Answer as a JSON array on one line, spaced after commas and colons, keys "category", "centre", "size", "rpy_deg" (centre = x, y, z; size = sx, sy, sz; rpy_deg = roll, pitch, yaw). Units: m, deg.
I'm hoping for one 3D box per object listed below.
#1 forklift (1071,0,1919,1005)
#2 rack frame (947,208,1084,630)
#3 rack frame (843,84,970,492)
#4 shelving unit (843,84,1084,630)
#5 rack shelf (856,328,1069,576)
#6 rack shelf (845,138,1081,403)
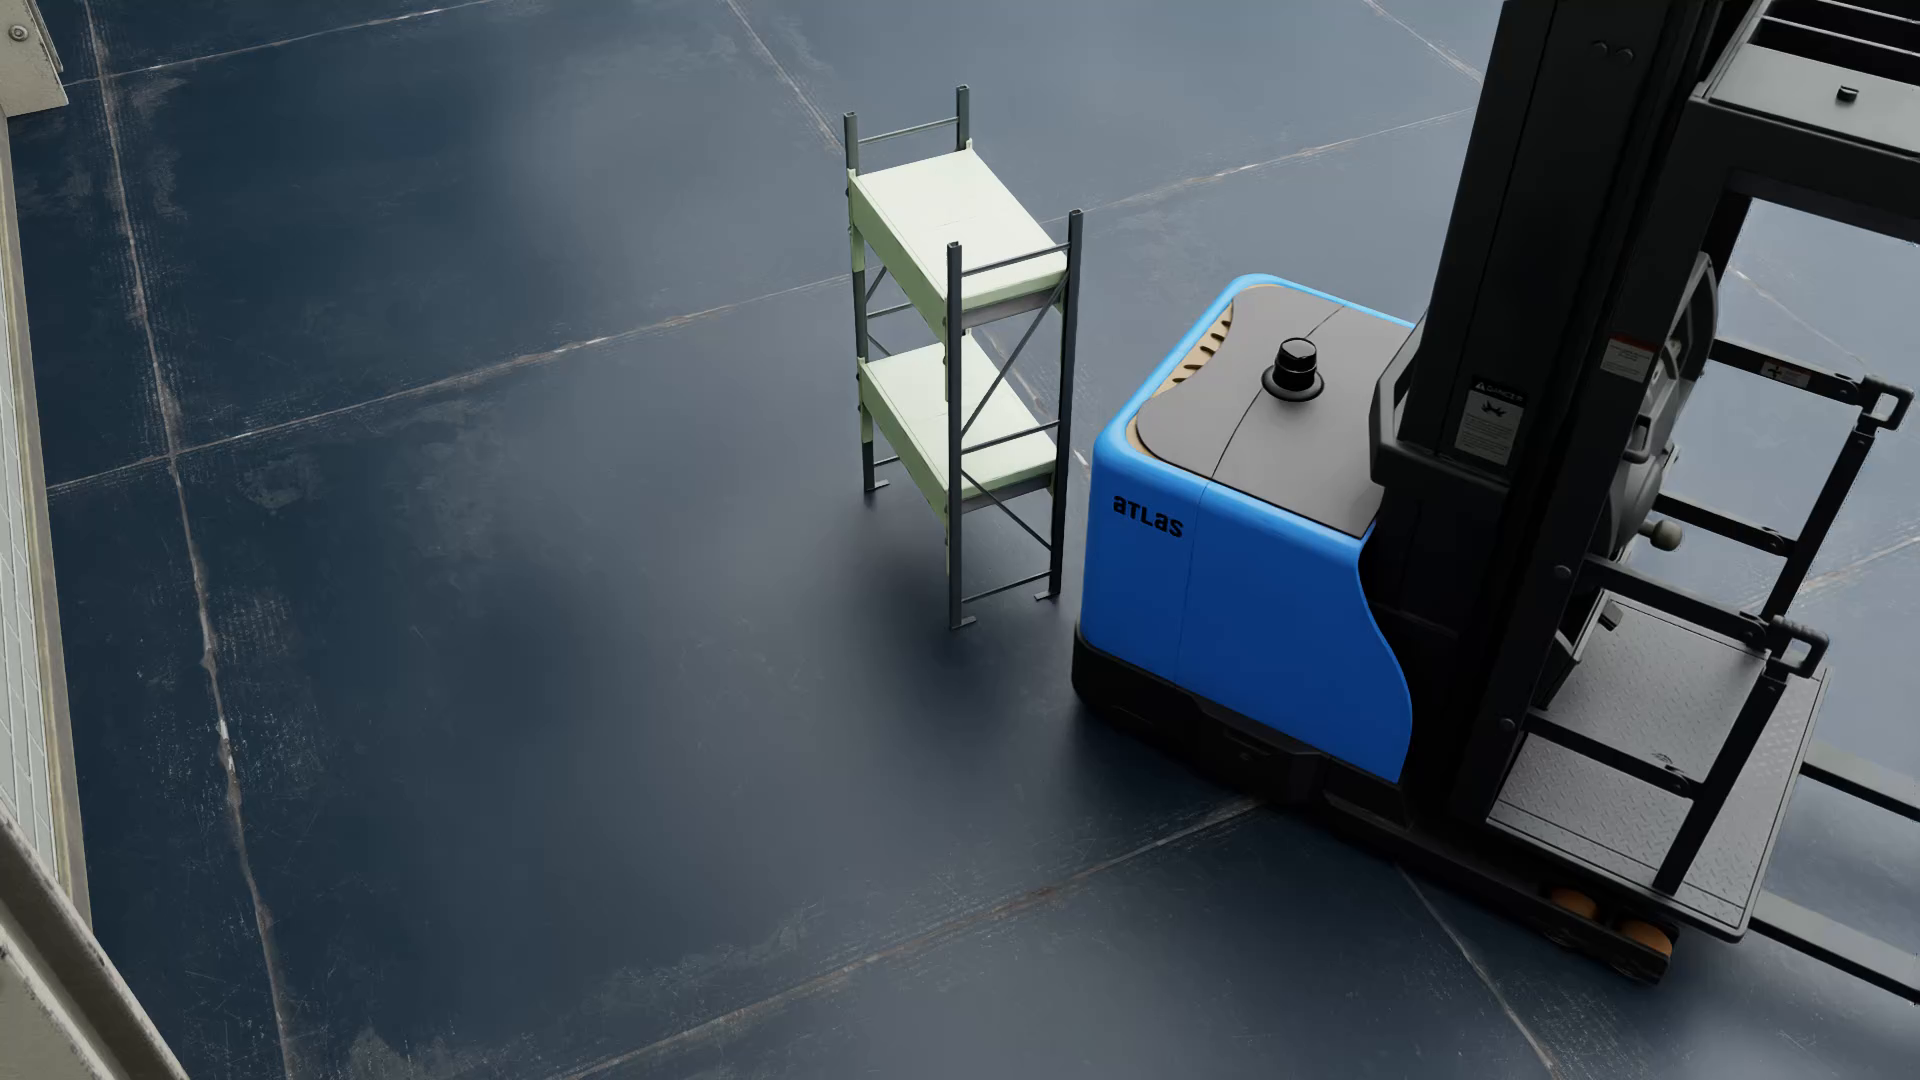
[{"category": "forklift", "centre": [1.869, -0.277, 3.944], "size": [3.031, 2.935, 1.130], "rpy_deg": [24, 49, 22]}, {"category": "rack frame", "centre": [0.151, -0.305, 4.991], "size": [0.400, 1.500, 0.023], "rpy_deg": [-18, 47, -17]}, {"category": "rack frame", "centre": [-0.157, -0.771, 5.464], "size": [0.400, 1.500, 0.023], "rpy_deg": [-18, 47, -17]}, {"category": "shelving unit", "centre": [-0.003, -0.538, 5.228], "size": [0.431, 1.500, 0.755], "rpy_deg": [-18, 47, -17]}, {"category": "rack shelf", "centre": [-0.003, -0.306, 5.457], "size": [0.431, 0.370, 0.720], "rpy_deg": [-18, 47, -17]}, {"category": "rack shelf", "centre": [-0.003, -0.816, 4.953], "size": [0.431, 0.370, 0.720], "rpy_deg": [-18, 47, -17]}]
